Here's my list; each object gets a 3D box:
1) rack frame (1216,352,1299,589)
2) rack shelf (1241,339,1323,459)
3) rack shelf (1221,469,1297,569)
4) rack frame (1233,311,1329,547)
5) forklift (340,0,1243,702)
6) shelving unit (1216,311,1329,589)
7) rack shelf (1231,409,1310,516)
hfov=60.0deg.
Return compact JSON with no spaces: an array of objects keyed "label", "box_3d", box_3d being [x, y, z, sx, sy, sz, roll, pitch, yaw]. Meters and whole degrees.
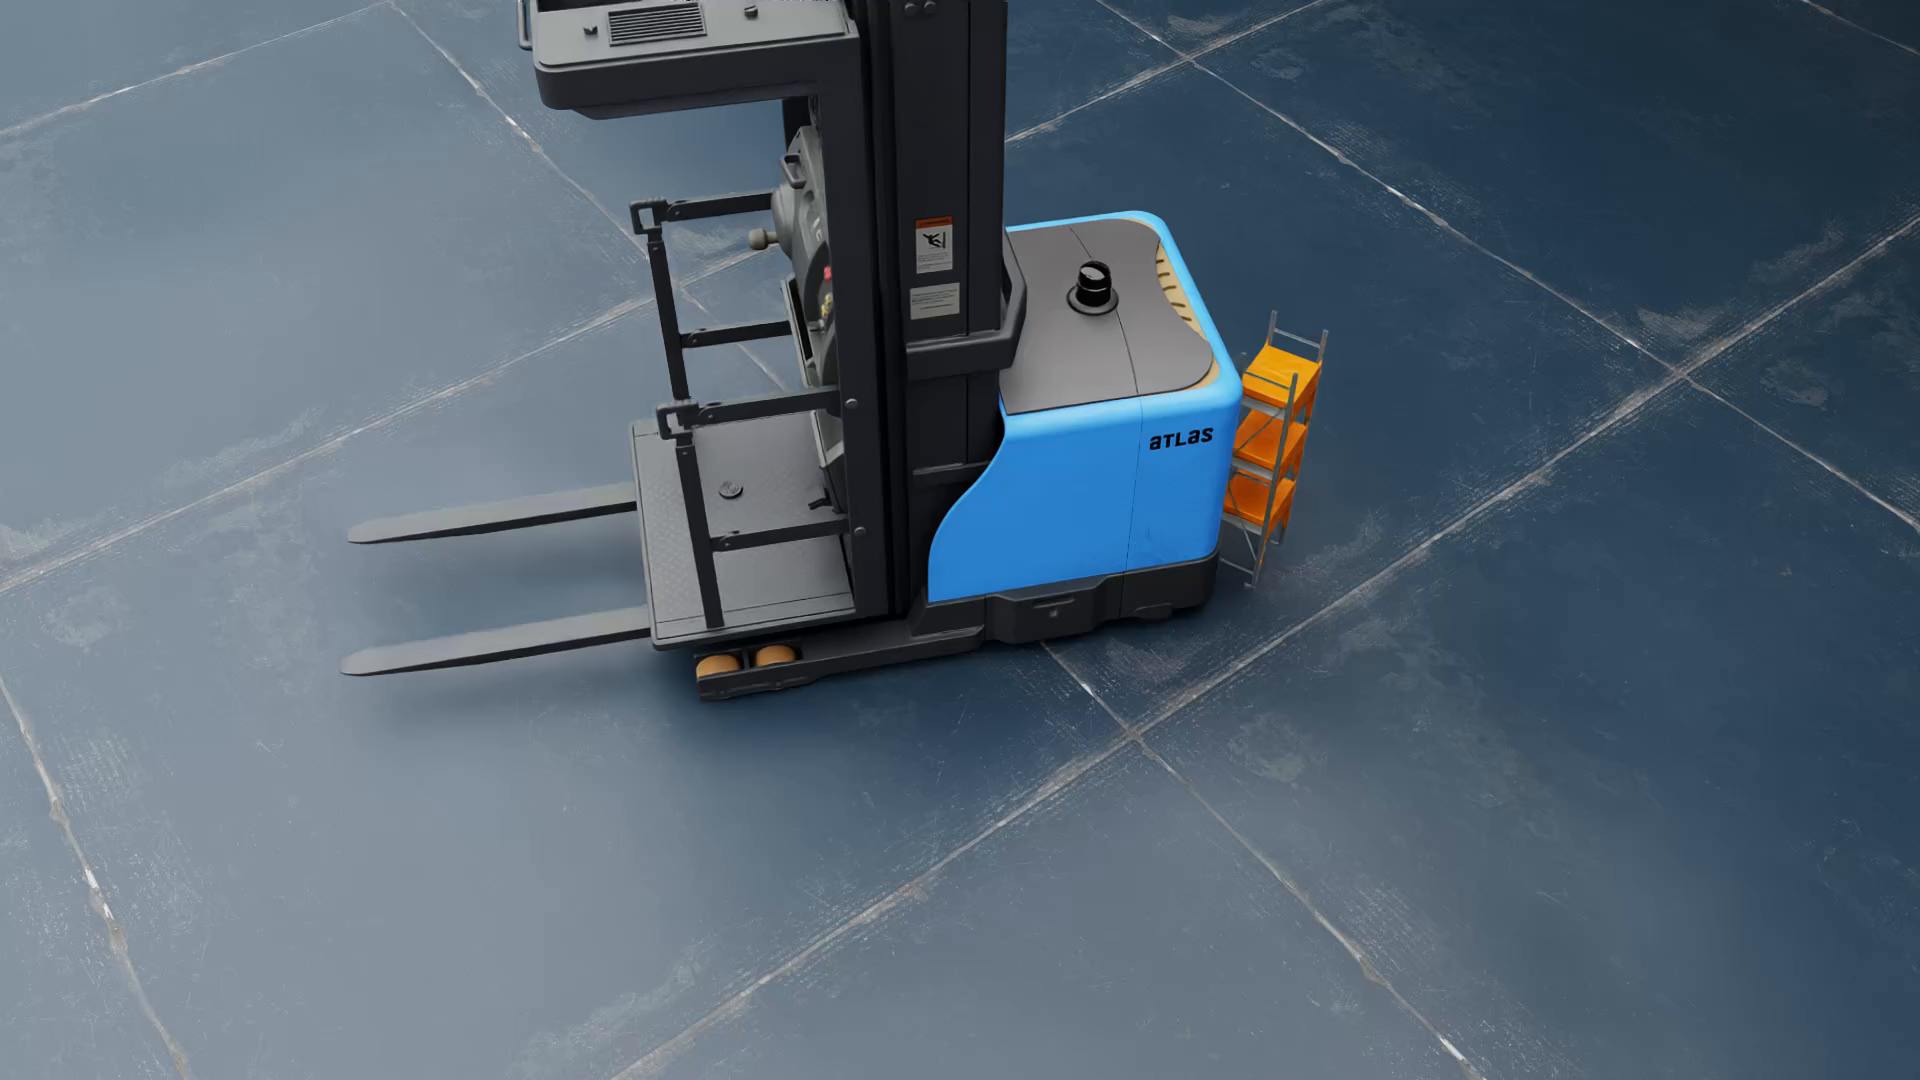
[{"label":"rack frame","box_3d":[0.996,-0.215,5.735,0.200,1.050,0.008,24,52,20]},{"label":"rack shelf","box_3d":[1.059,-0.476,5.603,0.215,0.259,0.240,24,52,20]},{"label":"rack shelf","box_3d":[1.059,-0.098,6.019,0.215,0.259,0.240,24,52,20]},{"label":"rack frame","box_3d":[1.122,-0.369,5.876,0.200,1.050,0.008,24,52,20]},{"label":"forklift","box_3d":[-0.655,-0.864,5.055,3.031,2.935,1.130,-9,48,-8]},{"label":"shelving unit","box_3d":[1.059,-0.292,5.806,0.215,1.050,0.252,24,52,20]},{"label":"rack shelf","box_3d":[1.059,-0.285,5.813,0.215,0.259,0.240,24,52,20]}]
